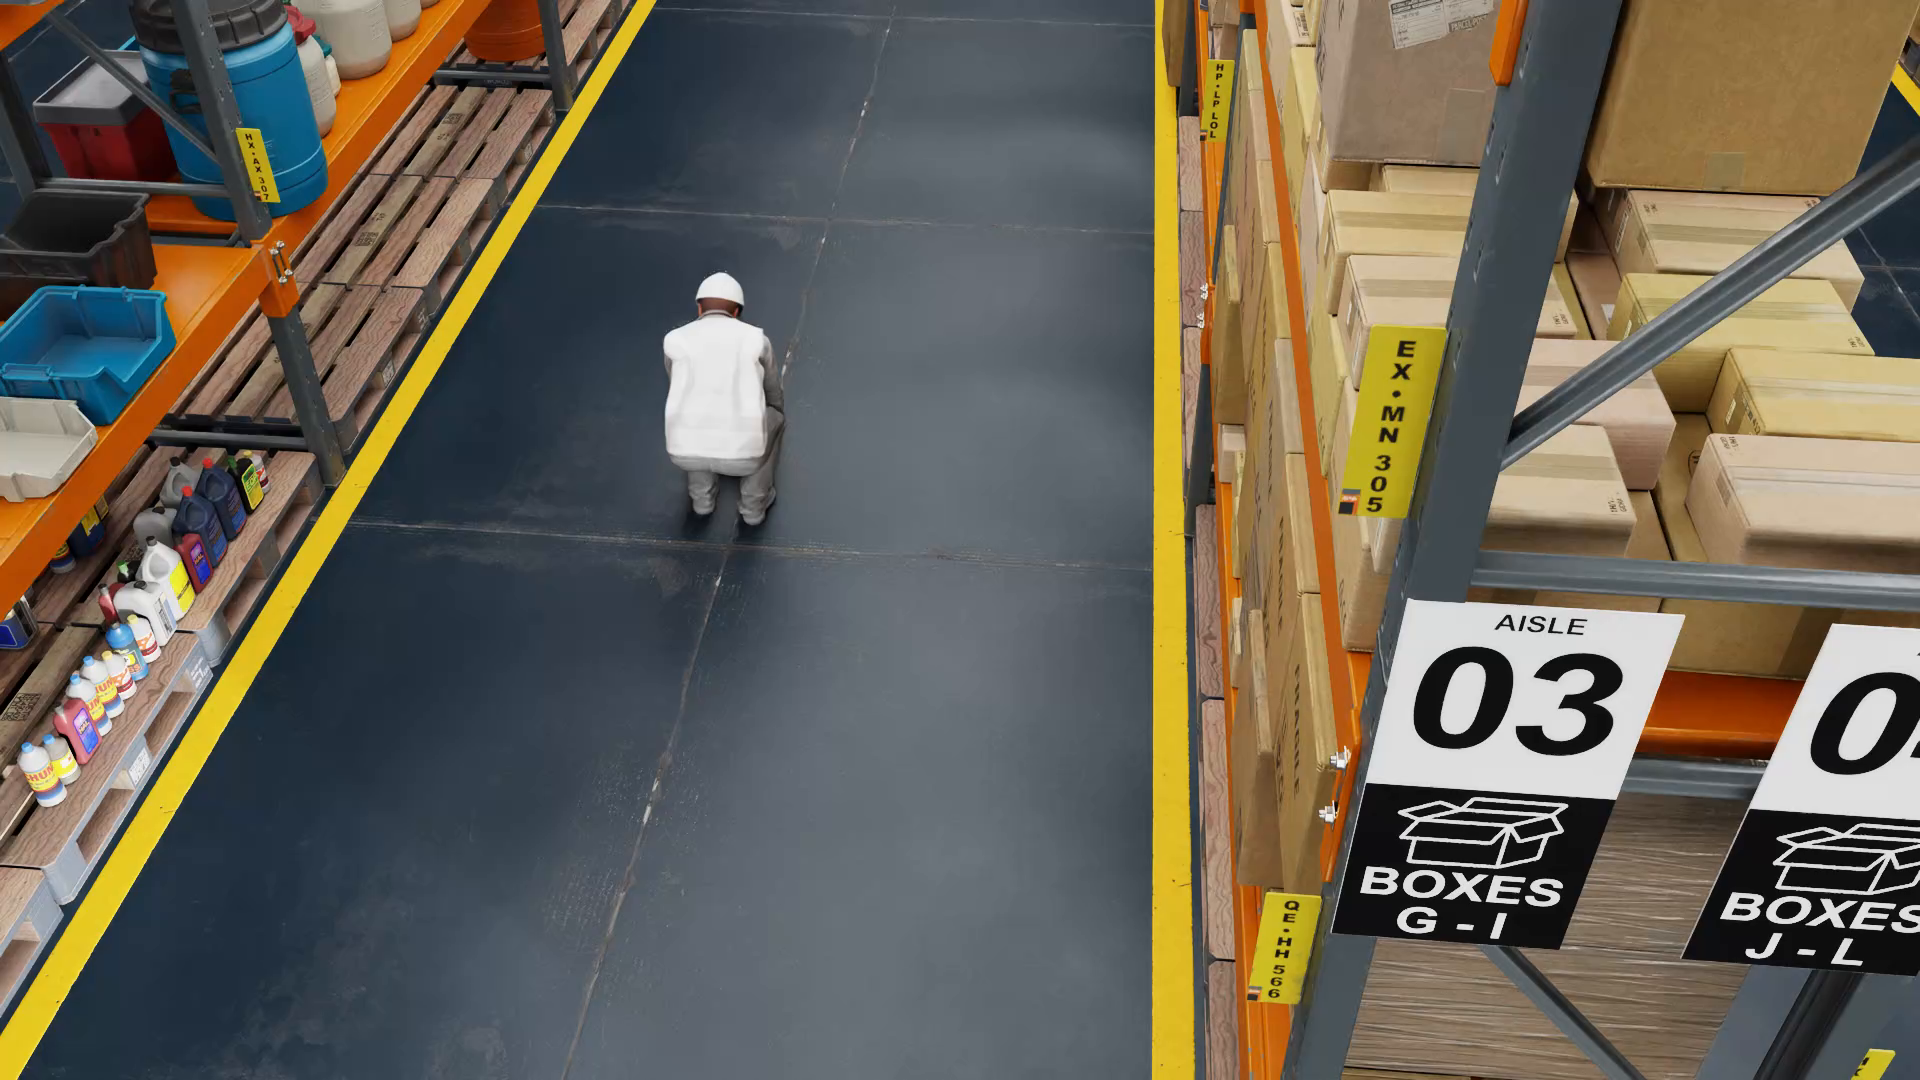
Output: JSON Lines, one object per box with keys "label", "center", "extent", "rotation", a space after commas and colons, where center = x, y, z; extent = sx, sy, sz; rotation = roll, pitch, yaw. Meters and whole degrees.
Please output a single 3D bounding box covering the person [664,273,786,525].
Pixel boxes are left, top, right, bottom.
{"label": "person", "center": [-1.074, -0.612, 7.534], "extent": [0.535, 0.930, 0.911], "rotation": [3, 40, 4]}
